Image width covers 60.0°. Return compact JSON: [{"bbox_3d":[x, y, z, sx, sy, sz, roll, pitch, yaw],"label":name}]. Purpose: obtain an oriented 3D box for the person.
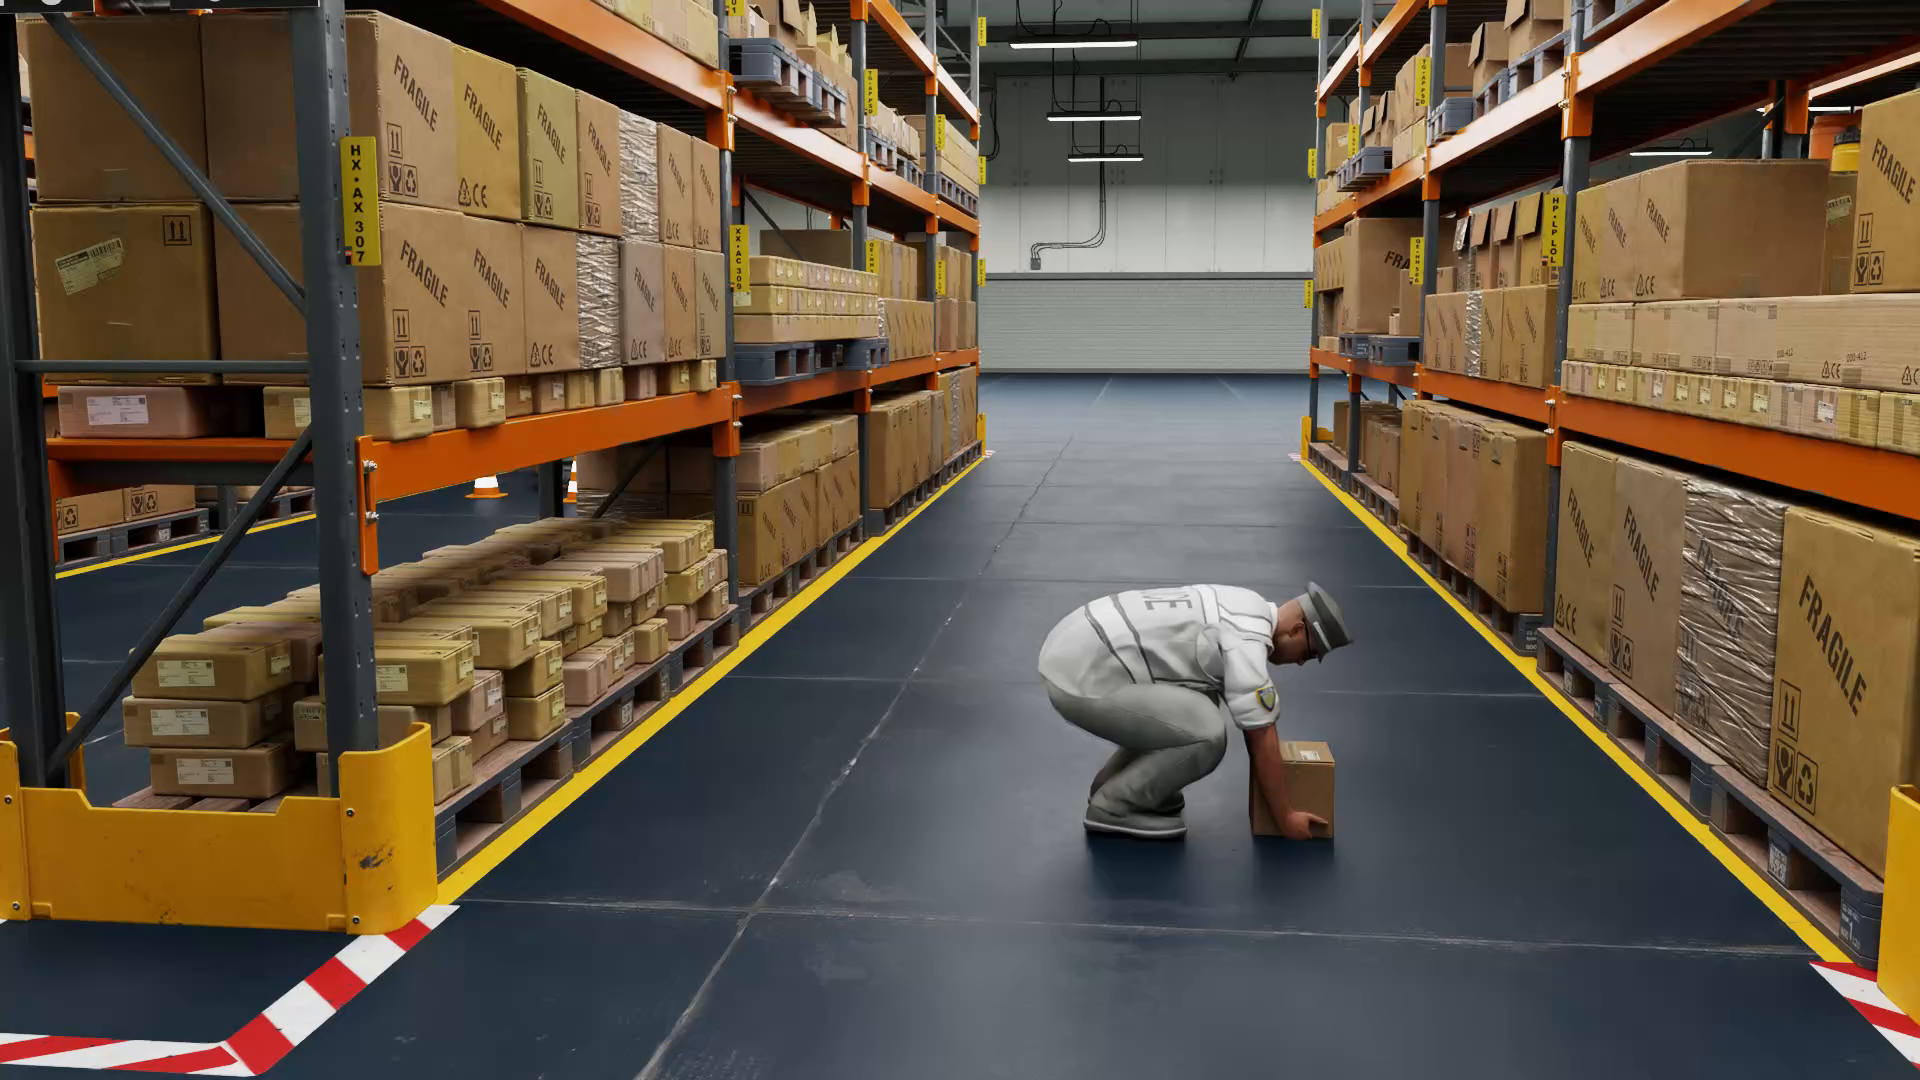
[{"bbox_3d":[0.760,0.542,5.397,1.028,0.815,0.530,1,8,5],"label":"person"}]
